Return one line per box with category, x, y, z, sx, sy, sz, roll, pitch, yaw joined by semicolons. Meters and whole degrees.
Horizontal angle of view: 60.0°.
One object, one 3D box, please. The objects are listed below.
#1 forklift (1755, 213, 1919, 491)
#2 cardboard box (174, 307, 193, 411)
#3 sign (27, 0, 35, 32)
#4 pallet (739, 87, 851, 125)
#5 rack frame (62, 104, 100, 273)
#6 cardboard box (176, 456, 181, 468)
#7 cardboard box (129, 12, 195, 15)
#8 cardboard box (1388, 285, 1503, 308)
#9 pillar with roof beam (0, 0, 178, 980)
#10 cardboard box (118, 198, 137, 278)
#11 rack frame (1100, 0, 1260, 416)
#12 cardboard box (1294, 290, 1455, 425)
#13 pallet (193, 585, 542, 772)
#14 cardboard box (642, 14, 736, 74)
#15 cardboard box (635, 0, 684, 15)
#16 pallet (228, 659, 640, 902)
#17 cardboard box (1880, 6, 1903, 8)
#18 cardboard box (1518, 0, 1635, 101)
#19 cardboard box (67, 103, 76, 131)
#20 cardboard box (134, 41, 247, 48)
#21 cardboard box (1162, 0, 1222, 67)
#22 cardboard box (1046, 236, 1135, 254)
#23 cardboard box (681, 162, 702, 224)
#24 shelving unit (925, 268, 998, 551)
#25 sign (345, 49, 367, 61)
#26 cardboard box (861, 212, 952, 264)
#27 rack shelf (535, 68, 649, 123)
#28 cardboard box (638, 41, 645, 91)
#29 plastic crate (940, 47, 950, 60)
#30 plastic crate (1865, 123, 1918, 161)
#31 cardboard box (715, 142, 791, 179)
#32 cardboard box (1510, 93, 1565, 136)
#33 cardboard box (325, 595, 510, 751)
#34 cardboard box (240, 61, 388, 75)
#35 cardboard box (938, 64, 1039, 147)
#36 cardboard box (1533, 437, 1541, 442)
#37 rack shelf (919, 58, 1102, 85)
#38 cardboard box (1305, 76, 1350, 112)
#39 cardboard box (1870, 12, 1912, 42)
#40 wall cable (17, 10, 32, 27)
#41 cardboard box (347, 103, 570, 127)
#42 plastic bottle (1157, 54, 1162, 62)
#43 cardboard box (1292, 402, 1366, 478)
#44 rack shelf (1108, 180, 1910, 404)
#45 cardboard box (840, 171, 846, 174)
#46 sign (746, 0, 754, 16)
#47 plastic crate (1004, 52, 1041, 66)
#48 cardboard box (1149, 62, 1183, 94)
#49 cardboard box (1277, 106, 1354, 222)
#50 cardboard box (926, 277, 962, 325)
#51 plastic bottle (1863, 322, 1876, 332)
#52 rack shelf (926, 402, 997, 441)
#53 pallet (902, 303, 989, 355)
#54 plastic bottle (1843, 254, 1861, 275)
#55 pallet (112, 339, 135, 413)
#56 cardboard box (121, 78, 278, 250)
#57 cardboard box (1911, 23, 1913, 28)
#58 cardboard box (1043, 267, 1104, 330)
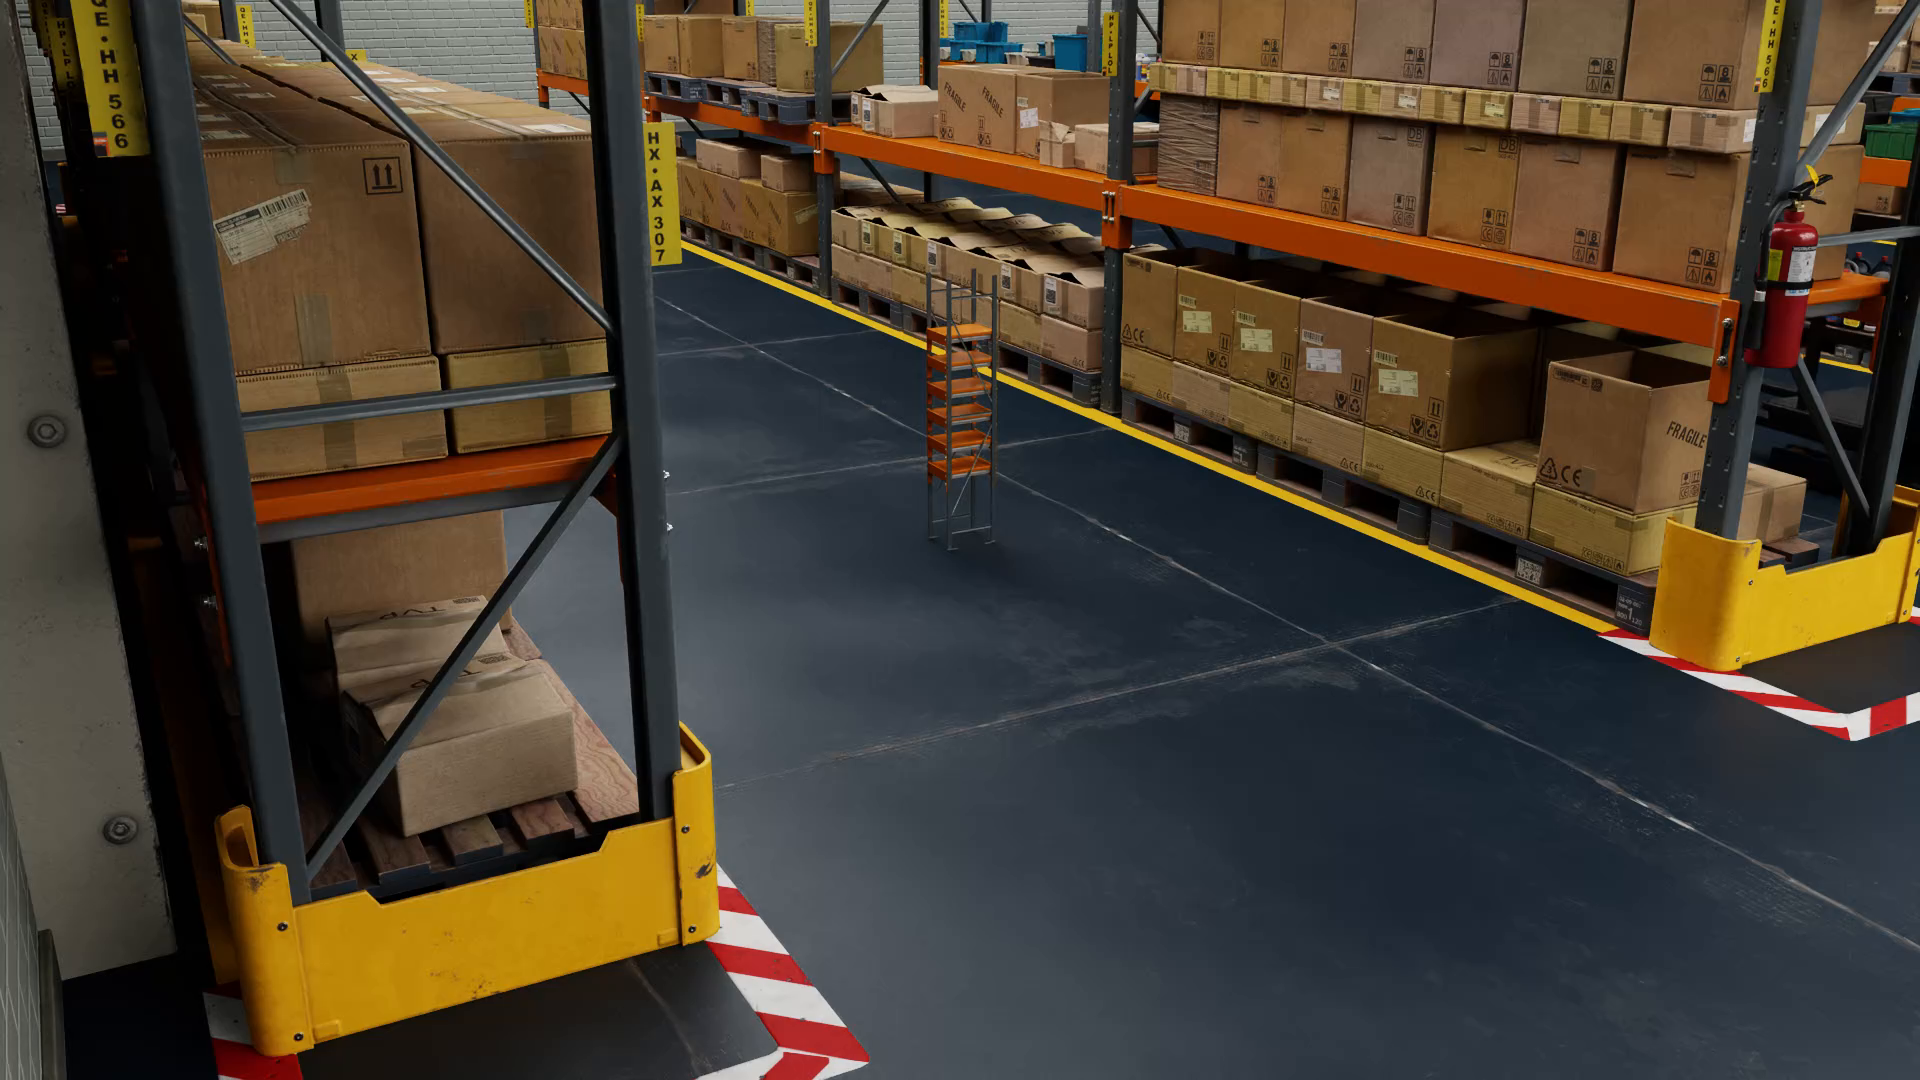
forklift;4.736;-1.684;7.849;1.130;2.935;3.031;-9;21;-24
cardboard box;-1.828;-0.498;4.508;0.500;0.250;0.500;-9;21;-25
sign;-9.269;-5.263;16.669;0.100;0.325;0.005;-10;21;-27
pallet;-1.005;-3.466;13.203;1.213;0.211;1.003;-10;21;-27
rack frame;-6.878;-3.753;13.740;1.000;3.000;0.127;-10;21;-27
cardboard box;-3.443;-0.691;8.025;0.700;0.500;0.500;-9;21;-25
cardboard box;-4.788;-3.072;9.945;0.380;0.149;0.250;-13;23;-34
cardboard box;2.409;-0.949;8.036;0.500;0.500;0.500;-10;21;-27
pillar with roof beam;1.515;-3.878;4.905;9.100;9.000;0.400;-10;21;-27
cardboard box;-3.045;-1.227;6.619;0.500;0.250;0.500;-10;21;-26
rack frame;1.279;-2.225;9.311;1.000;3.000;0.127;-10;21;-27
cardboard box;1.937;-0.866;7.796;0.500;0.500;0.500;-10;21;-27
pallet;-2.146;0.400;5.980;1.003;0.211;1.213;-10;21;-27
cardboard box;-2.492;-4.596;15.387;0.500;0.500;0.700;16;25;39
cardboard box;-2.988;-5.146;16.092;0.500;0.500;0.500;-10;21;-26
pallet;-1.571;0.750;4.967;1.003;0.211;1.213;-10;21;-27
cardboard box;11.722;-6.618;20.874;0.380;0.149;0.250;-10;22;-27
cardboard box;2.688;-2.038;6.629;0.700;0.500;0.500;-11;22;-28
cardboard box;-5.435;-2.897;10.619;0.500;0.500;0.500;-10;21;-26
cardboard box;-4.457;-2.570;9.485;0.700;0.500;0.500;-12;23;-32
cardboard box;1.495;-2.759;8.717;0.700;0.500;0.500;-10;21;-26
cardboard box;0.822;-1.838;10.904;0.500;0.311;0.500;-11;22;-28
cardboard box;-2.242;-3.219;15.352;0.500;0.500;0.500;-10;21;-26
shelving unit;0.007;-0.563;7.255;0.258;1.200;0.189;-10;21;-27
sign;-2.605;-1.952;7.193;0.100;0.325;0.005;-10;21;-27
cardboard box;-0.374;-2.191;11.927;0.500;0.311;0.500;-11;22;-28
rack shelf;-3.470;-4.755;17.748;1.077;0.370;4.000;-10;21;-27
cardboard box;-2.984;-4.672;16.251;0.500;0.500;0.500;-10;21;-26
plastic crate;-0.152;-6.112;20.891;0.250;0.136;0.298;-10;21;-27
plastic crate;6.036;-2.457;10.310;0.450;0.188;0.662;-10;21;-27
cardboard box;-1.792;-3.294;14.420;0.500;0.250;0.500;-10;22;-28
cardboard box;2.464;-1.731;6.734;0.380;0.149;0.250;-10;21;-26
cardboard box;-1.700;0.379;5.214;0.500;0.311;0.500;-8;21;-22
cardboard box;-2.583;-1.661;6.729;0.500;0.500;0.500;-10;21;-27
cardboard box;0.190;-2.941;11.234;0.500;0.500;0.500;-11;22;-30
cardboard box;2.878;-0.306;7.324;0.500;0.250;0.500;-10;21;-27
rack shelf;0.891;-5.521;19.968;1.077;0.370;4.000;-10;21;-27
cardboard box;1.851;-2.102;7.808;0.380;0.149;0.250;-11;22;-28
cardboard box;8.744;-4.858;16.147;0.700;0.500;0.500;-7;20;-19
wall cable;-11.149;-7.948;21.461;3.097;2.526;0.112;-10;21;-27
cardboard box;-1.368;-0.928;4.604;0.500;0.500;0.500;-10;21;-27
plastic bottle;2.061;-4.806;16.971;0.061;0.283;0.133;-10;21;-27
cardboard box;1.940;-0.512;7.920;0.500;0.250;0.500;-10;21;-27
rack shelf;2.228;-1.310;7.765;1.077;0.370;4.000;-10;21;-27
cardboard box;-1.325;-3.017;14.766;0.500;0.500;0.500;-11;22;-28
sign;-2.034;-5.155;16.030;0.100;0.325;0.005;-10;21;-27
plastic crate;0.749;-5.644;19.534;0.293;0.136;0.466;-10;21;-27
cardboard box;1.236;-2.471;8.879;0.380;0.149;0.250;-10;21;-27
cardboard box;1.986;-1.850;8.074;0.700;0.500;0.500;-10;21;-26
cardboard box;0.104;-1.636;11.177;0.500;0.250;0.500;-10;21;-26
plastic bottle;5.861;-1.441;10.656;0.097;0.201;0.097;0;19;0
rack shelf;0.007;-0.521;7.270;0.258;0.103;0.180;-10;21;-27
pallet;0.311;-1.462;11.378;1.003;0.211;1.213;-10;21;-27
plastic bottle;6.072;-1.784;11.421;0.144;0.351;0.185;-10;21;-27
pallet;-4.609;-1.062;10.216;1.003;0.211;1.213;-10;21;-27
cardboard box;-2.566;-1.289;5.650;0.500;0.500;0.500;-9;21;-25
cardboard box;11.503;-6.160;20.003;0.380;0.149;0.250;-10;21;-27
cardboard box;0.834;-1.460;9.808;0.500;0.311;0.500;-10;21;-27
